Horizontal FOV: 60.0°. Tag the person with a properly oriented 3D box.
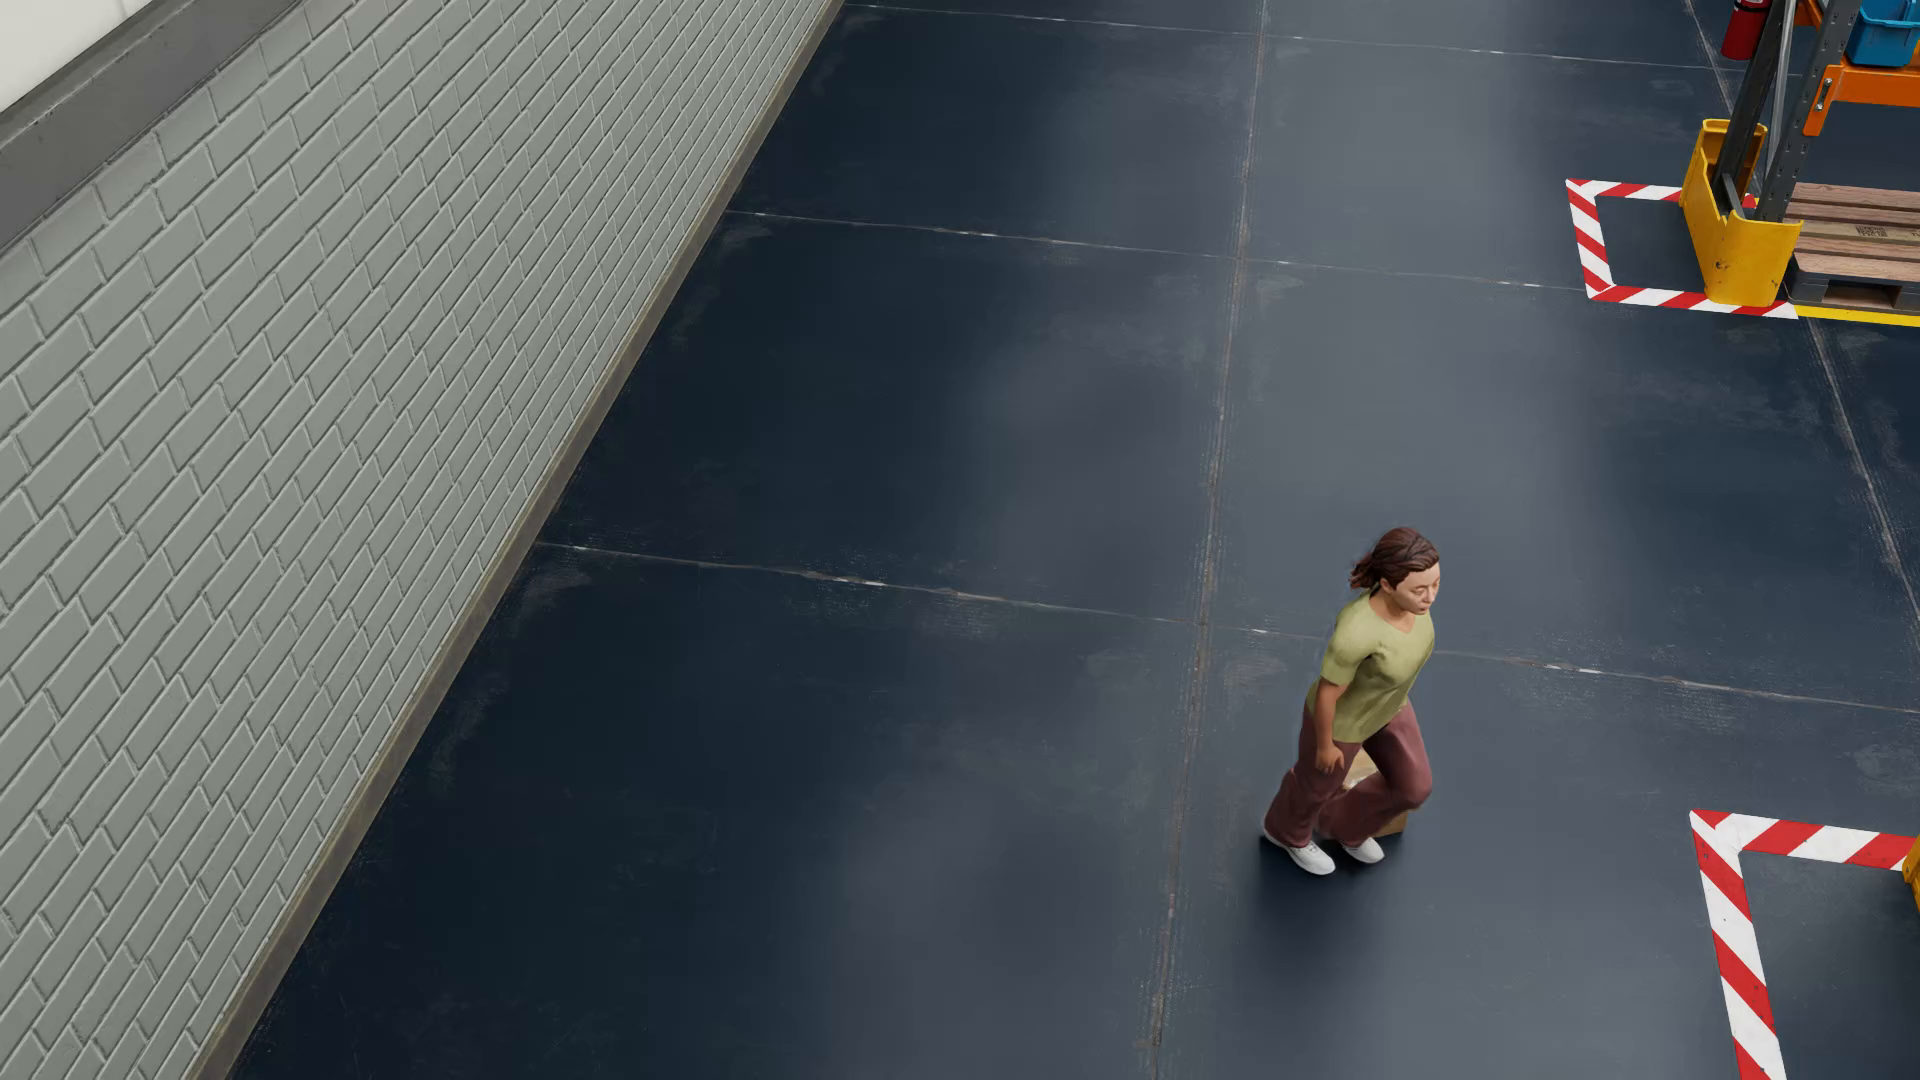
[{"bbox_3d":[1.290,0.571,5.471,0.474,1.651,0.520,-30,49,-30],"label":"person"}]
